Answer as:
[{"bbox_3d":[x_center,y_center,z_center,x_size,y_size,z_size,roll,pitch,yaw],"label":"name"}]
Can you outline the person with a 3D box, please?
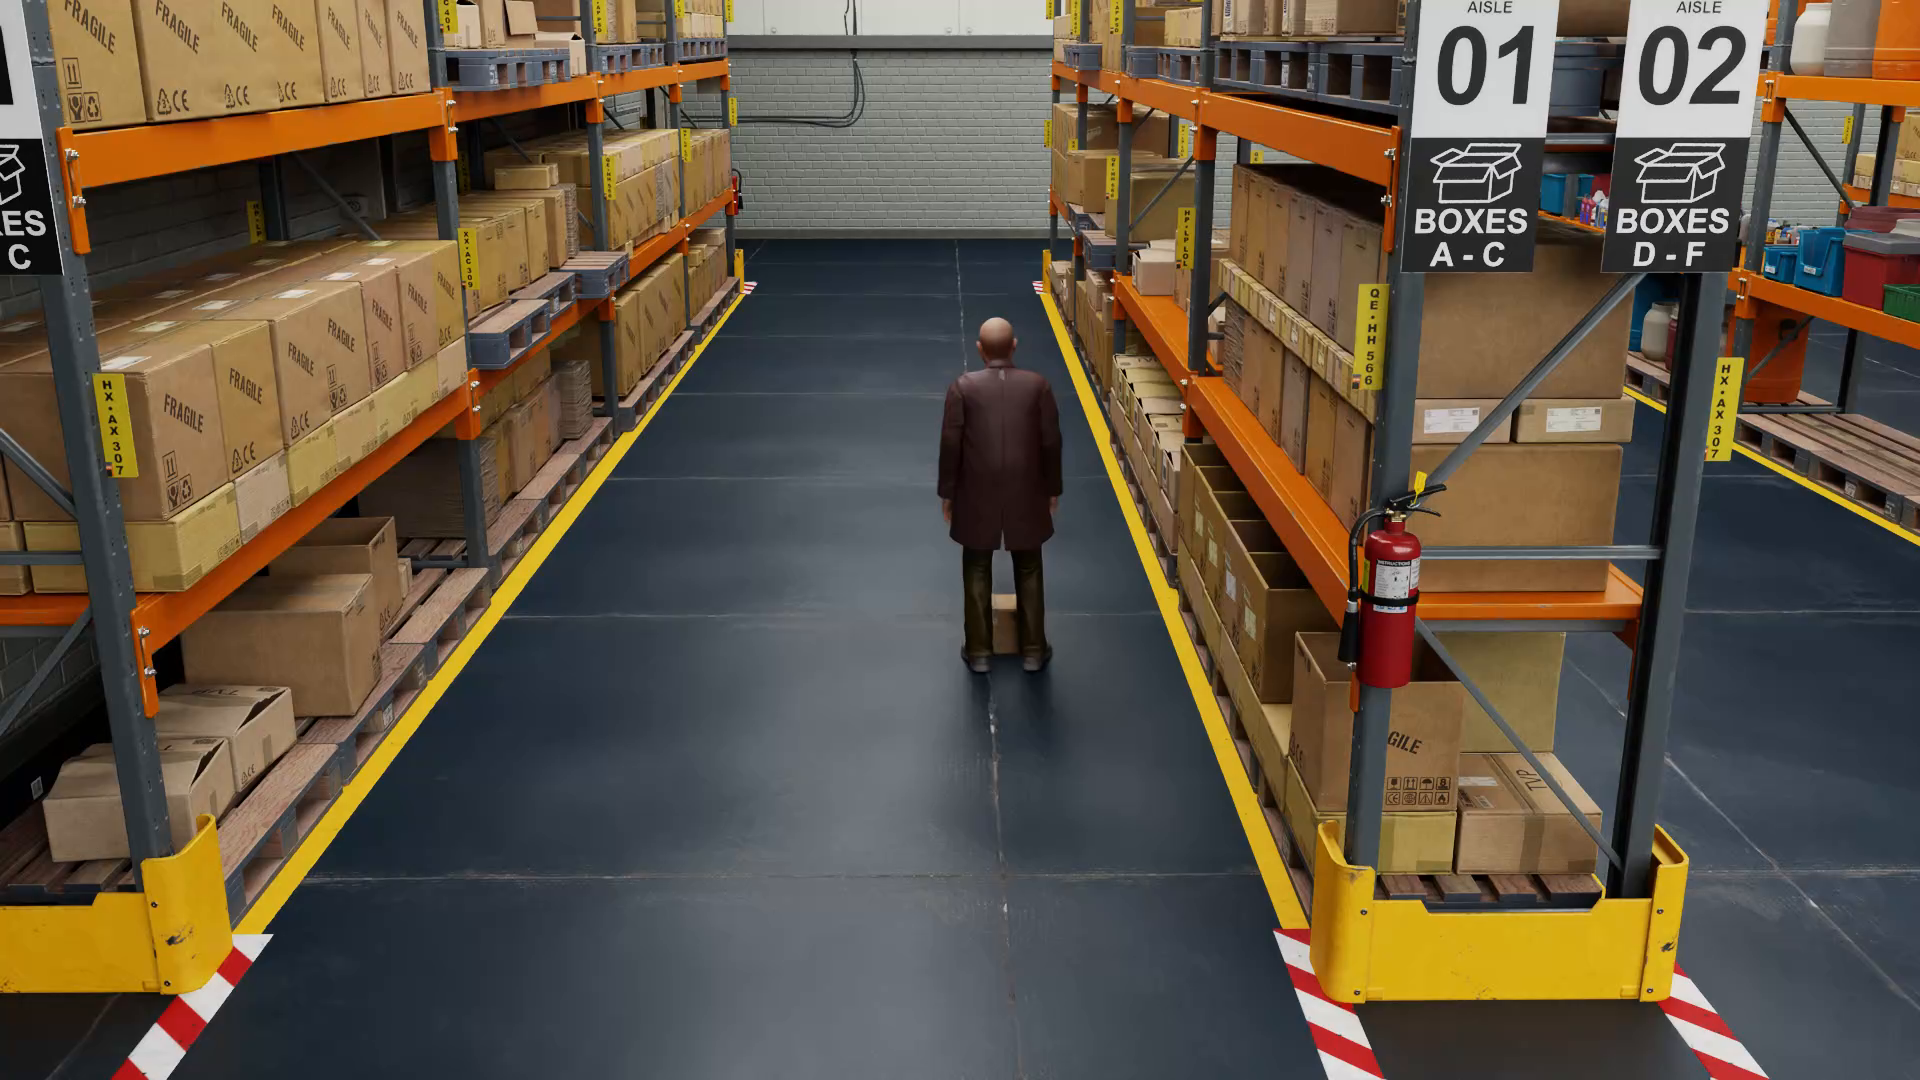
[{"bbox_3d":[0.200,-0.217,8.287,0.631,1.773,0.427,-1,17,-2],"label":"person"}]
